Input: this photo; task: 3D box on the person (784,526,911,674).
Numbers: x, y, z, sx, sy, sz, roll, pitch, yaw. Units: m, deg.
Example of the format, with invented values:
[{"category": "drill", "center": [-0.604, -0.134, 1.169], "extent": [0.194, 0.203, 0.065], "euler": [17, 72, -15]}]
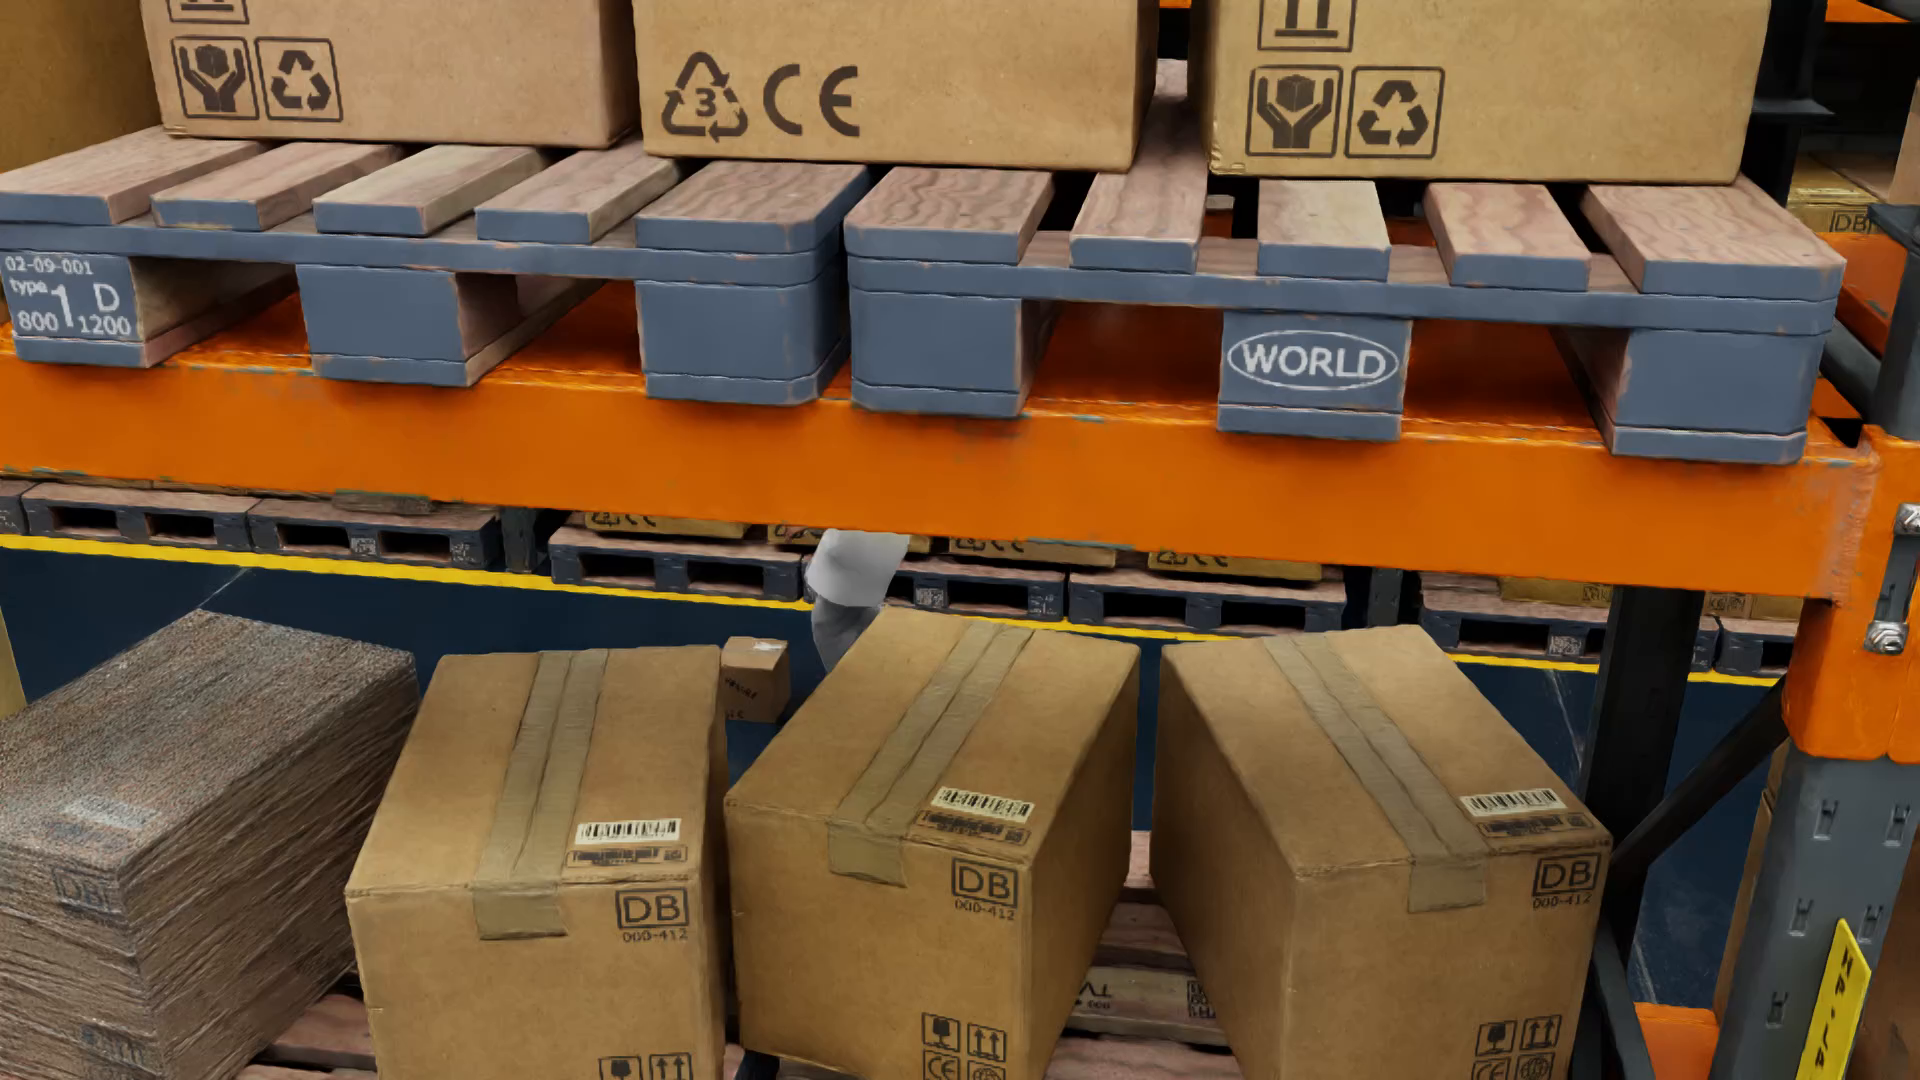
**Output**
[{"category": "person", "center": [-0.378, -0.048, 6.270], "extent": [0.519, 1.750, 0.788], "euler": [4, 25, 8]}]
